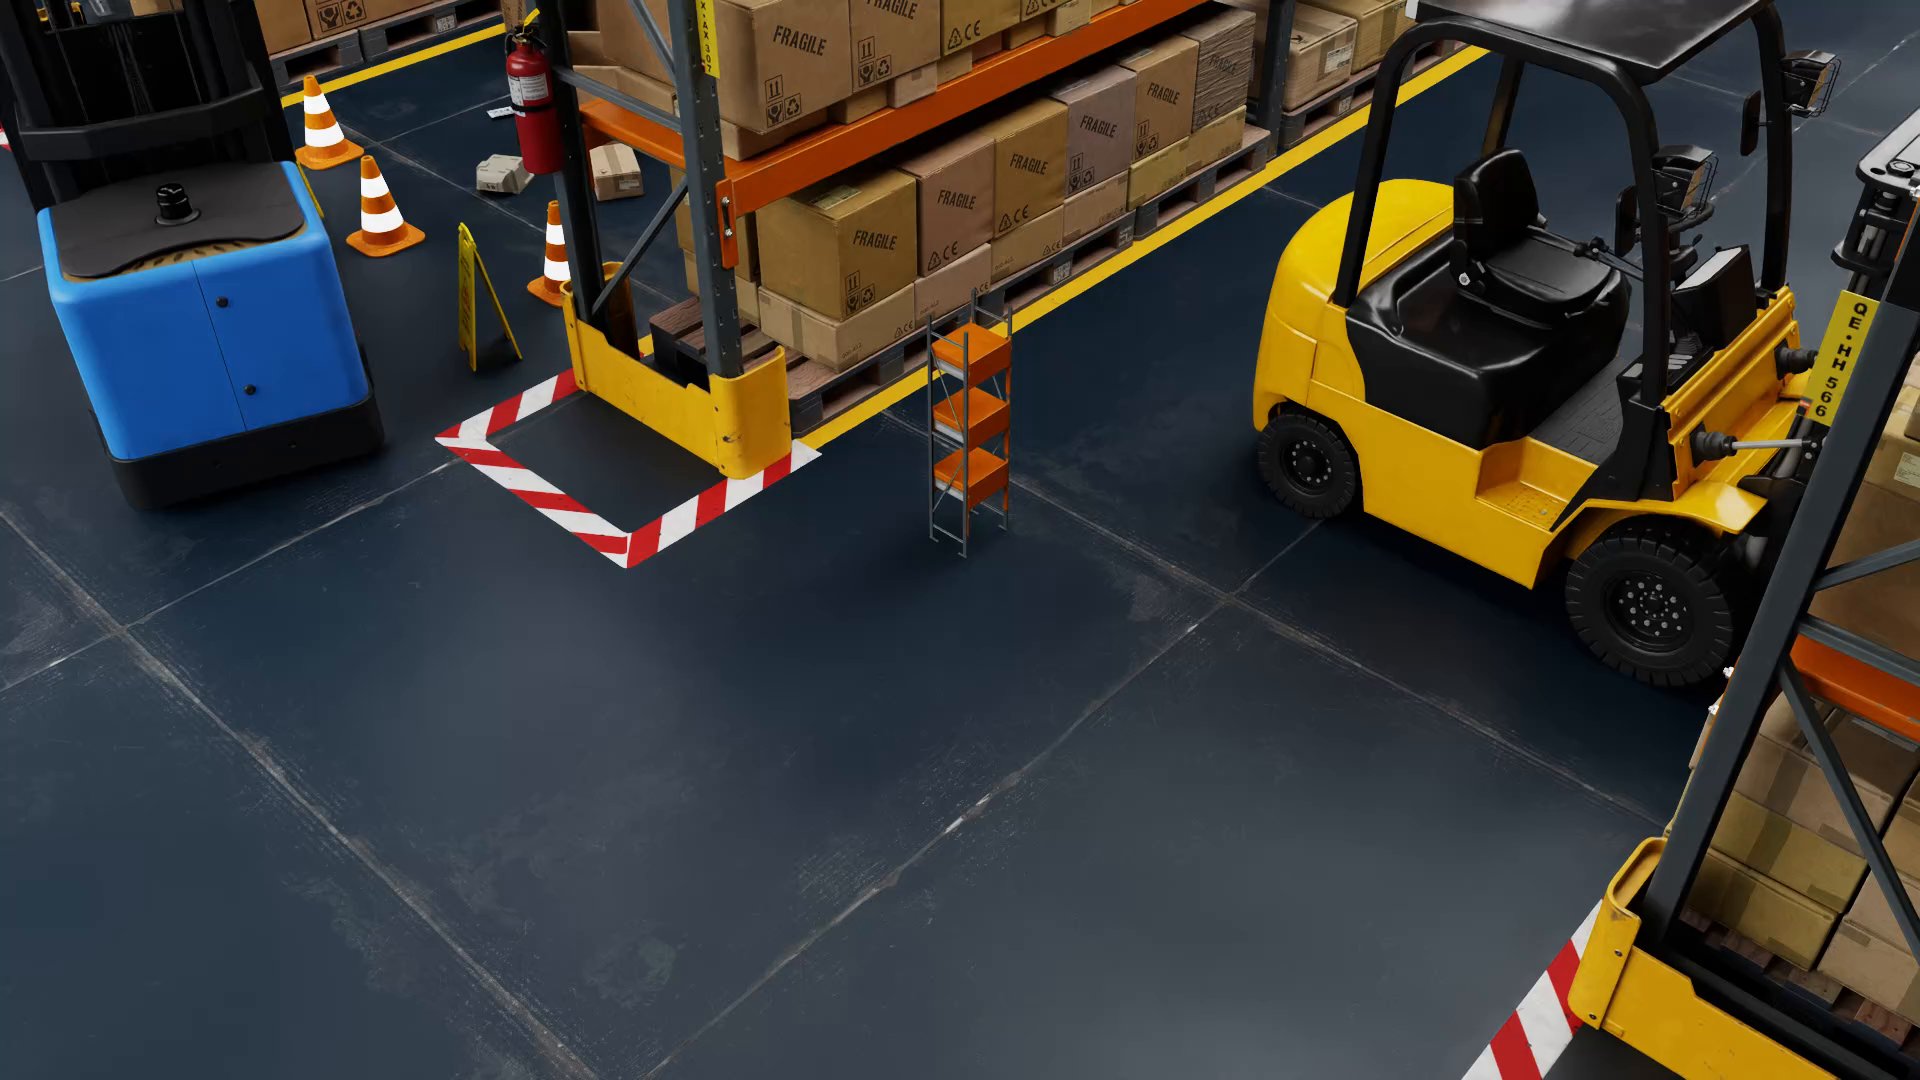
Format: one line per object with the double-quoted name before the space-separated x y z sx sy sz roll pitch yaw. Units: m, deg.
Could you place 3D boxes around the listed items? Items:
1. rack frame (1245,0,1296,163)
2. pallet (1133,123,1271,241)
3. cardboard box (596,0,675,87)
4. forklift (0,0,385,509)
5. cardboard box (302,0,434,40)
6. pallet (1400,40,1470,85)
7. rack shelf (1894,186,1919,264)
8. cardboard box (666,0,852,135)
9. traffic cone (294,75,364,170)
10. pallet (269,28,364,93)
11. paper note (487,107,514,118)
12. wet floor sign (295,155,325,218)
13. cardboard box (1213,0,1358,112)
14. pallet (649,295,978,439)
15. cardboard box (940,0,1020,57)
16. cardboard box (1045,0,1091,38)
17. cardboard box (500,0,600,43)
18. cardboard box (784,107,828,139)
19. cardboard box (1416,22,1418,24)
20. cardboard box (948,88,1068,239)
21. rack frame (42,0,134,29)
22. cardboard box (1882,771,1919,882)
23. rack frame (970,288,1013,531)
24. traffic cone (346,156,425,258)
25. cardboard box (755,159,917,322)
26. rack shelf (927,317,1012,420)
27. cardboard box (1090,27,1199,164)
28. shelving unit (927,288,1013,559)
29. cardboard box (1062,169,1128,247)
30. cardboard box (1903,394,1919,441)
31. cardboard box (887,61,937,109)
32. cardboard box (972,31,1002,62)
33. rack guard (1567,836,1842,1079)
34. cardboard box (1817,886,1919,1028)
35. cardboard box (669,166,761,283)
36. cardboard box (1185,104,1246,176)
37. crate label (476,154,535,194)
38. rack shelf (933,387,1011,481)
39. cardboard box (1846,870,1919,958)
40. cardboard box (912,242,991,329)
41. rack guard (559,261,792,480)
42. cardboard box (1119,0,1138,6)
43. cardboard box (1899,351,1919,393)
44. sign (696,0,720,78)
"rack frame" 1.395 -3.540 8.792 1.000 3.000 0.127 30 47 32
"pallet" 0.968 -2.126 9.253 1.003 0.211 1.213 30 47 32
"cardboard box" -1.141 -2.223 6.817 0.500 0.500 0.500 29 47 31
"forklift" -3.605 -2.179 7.135 1.130 2.935 3.031 -18 42 -21
"cardboard box" -4.025 -3.812 10.503 0.875 0.875 0.875 29 47 31
"pallet" 2.742 -3.370 10.819 1.003 0.211 1.213 30 47 32
"rack shelf" 3.712 -1.432 4.308 1.077 0.370 4.000 30 47 32
"cardboard box" -0.779 -1.959 6.485 0.500 0.500 0.500 29 47 31
"traffic cone" -3.619 -2.390 9.383 0.336 0.463 0.334 30 47 32
"pallet" -4.544 -3.043 10.408 1.003 0.211 1.213 30 47 32
"paper note" -2.742 -2.560 9.947 0.142 0.017 0.144 -18 42 -21
"wet floor sign" -3.583 -1.969 8.707 0.267 0.644 0.232 22 43 25
"cardboard box" 1.747 -2.918 9.784 0.950 0.372 0.625 30 47 32
"pallet" -0.678 -1.005 7.844 1.003 0.211 1.213 30 47 32
"cardboard box" -0.089 -2.433 7.081 0.500 0.500 0.500 29 47 31
"cardboard box" 0.379 -2.460 7.635 0.380 0.149 0.250 30 47 32
"cardboard box" -2.617 -3.451 10.686 0.500 0.500 0.500 -26 45 -29
"cardboard box" -0.762 -1.796 6.800 0.380 0.149 0.250 30 48 32
"cardboard box" 2.698 -3.570 10.604 0.950 0.372 0.625 31 48 33
"cardboard box" 0.155 -1.819 7.897 0.500 0.500 0.500 31 48 33
"rack frame" -5.025 -3.735 9.037 1.000 3.000 0.127 30 47 32
"cardboard box" 2.827 0.759 4.454 0.500 0.250 0.500 29 47 31
"rack frame" 0.118 -0.492 6.525 0.200 1.050 0.008 30 47 32
"traffic cone" -3.014 -1.759 8.590 0.336 0.463 0.334 30 47 32
"cardboard box" -0.539 -1.350 7.307 0.500 0.500 0.500 28 46 31
"rack shelf" 0.036 -0.649 6.284 0.215 0.259 0.240 30 47 32
"cardboard box" 0.852 -2.303 8.506 0.500 0.500 0.500 31 48 33
"shelving unit" 0.036 -0.435 6.454 0.215 1.050 0.252 30 47 32
"cardboard box" 0.496 -1.764 8.430 0.500 0.250 0.500 30 48 32
"cardboard box" 2.449 -0.283 3.855 0.380 0.149 0.250 30 47 32
"cardboard box" -0.318 -1.981 7.033 0.380 0.149 0.250 30 48 32
"cardboard box" -0.034 -2.260 7.384 0.380 0.149 0.250 31 48 33
"rack guard" 2.347 1.369 4.626 1.175 0.500 0.348 30 47 32
"cardboard box" 2.839 1.148 4.768 0.500 0.250 0.500 30 47 32
"cardboard box" -0.955 -1.562 7.573 0.500 0.500 0.500 30 47 32
"cardboard box" 1.195 -2.244 9.034 0.500 0.250 0.500 -32 48 -34
"crate label" -2.530 -2.019 9.178 0.250 0.136 0.298 8 39 10
"rack shelf" 0.036 -0.427 6.461 0.215 0.259 0.240 30 47 32
"cardboard box" 2.834 0.967 4.594 0.500 0.250 0.500 31 48 33
"cardboard box" -0.205 -1.277 7.817 0.500 0.250 0.500 31 48 33
"rack guard" -1.252 -0.759 7.303 1.175 0.500 0.348 30 47 32
"cardboard box" 0.720 -2.698 7.935 0.380 0.149 0.250 29 47 31
"cardboard box" 2.541 -0.320 4.141 0.380 0.149 0.250 30 48 33
"sign" -0.903 -1.814 5.925 0.100 0.325 0.005 30 47 32
